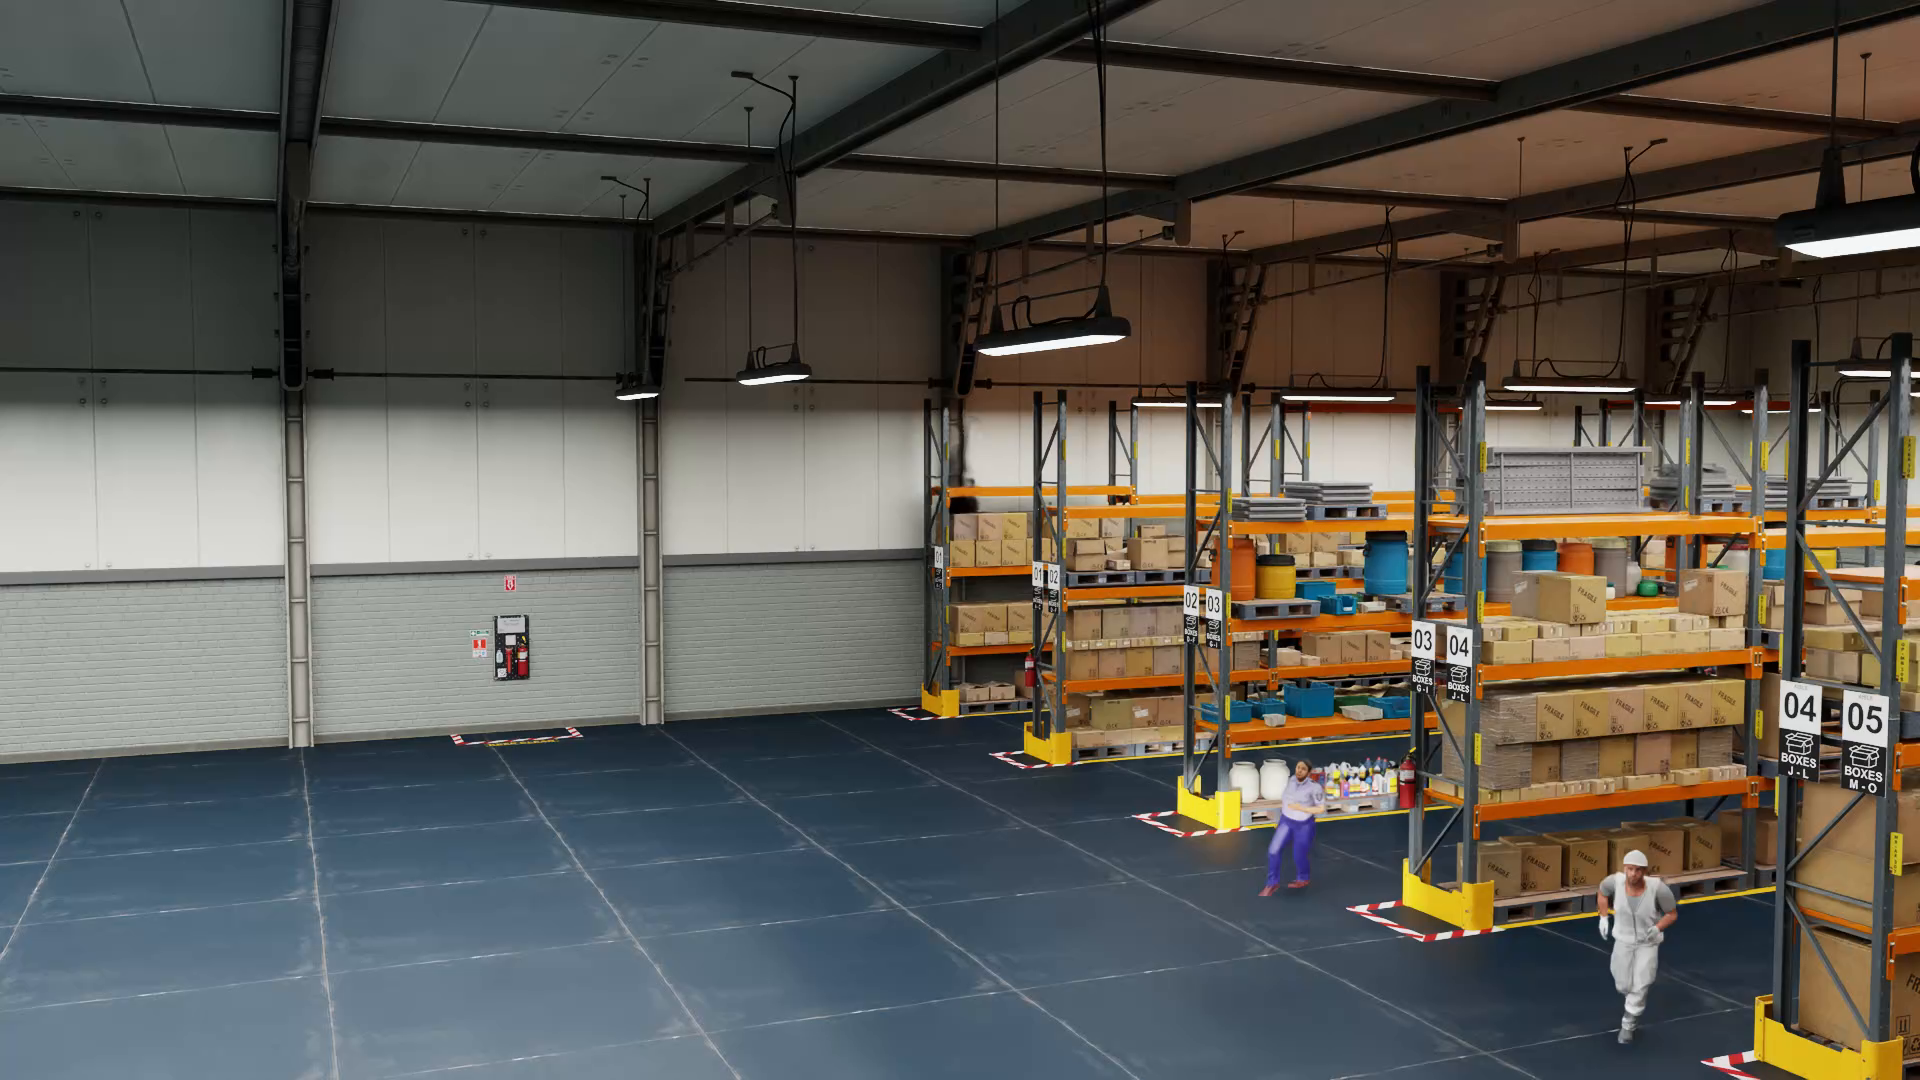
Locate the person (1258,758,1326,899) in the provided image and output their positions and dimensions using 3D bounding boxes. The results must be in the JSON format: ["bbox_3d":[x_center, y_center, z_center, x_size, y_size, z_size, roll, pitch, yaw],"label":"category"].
[{"bbox_3d":[3.847,3.268,18.847,0.718,1.661,0.680,3,5,42],"label":"person"}]

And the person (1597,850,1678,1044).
[{"bbox_3d":[5.844,3.479,14.375,0.653,1.711,0.770,2,4,25],"label":"person"}]
